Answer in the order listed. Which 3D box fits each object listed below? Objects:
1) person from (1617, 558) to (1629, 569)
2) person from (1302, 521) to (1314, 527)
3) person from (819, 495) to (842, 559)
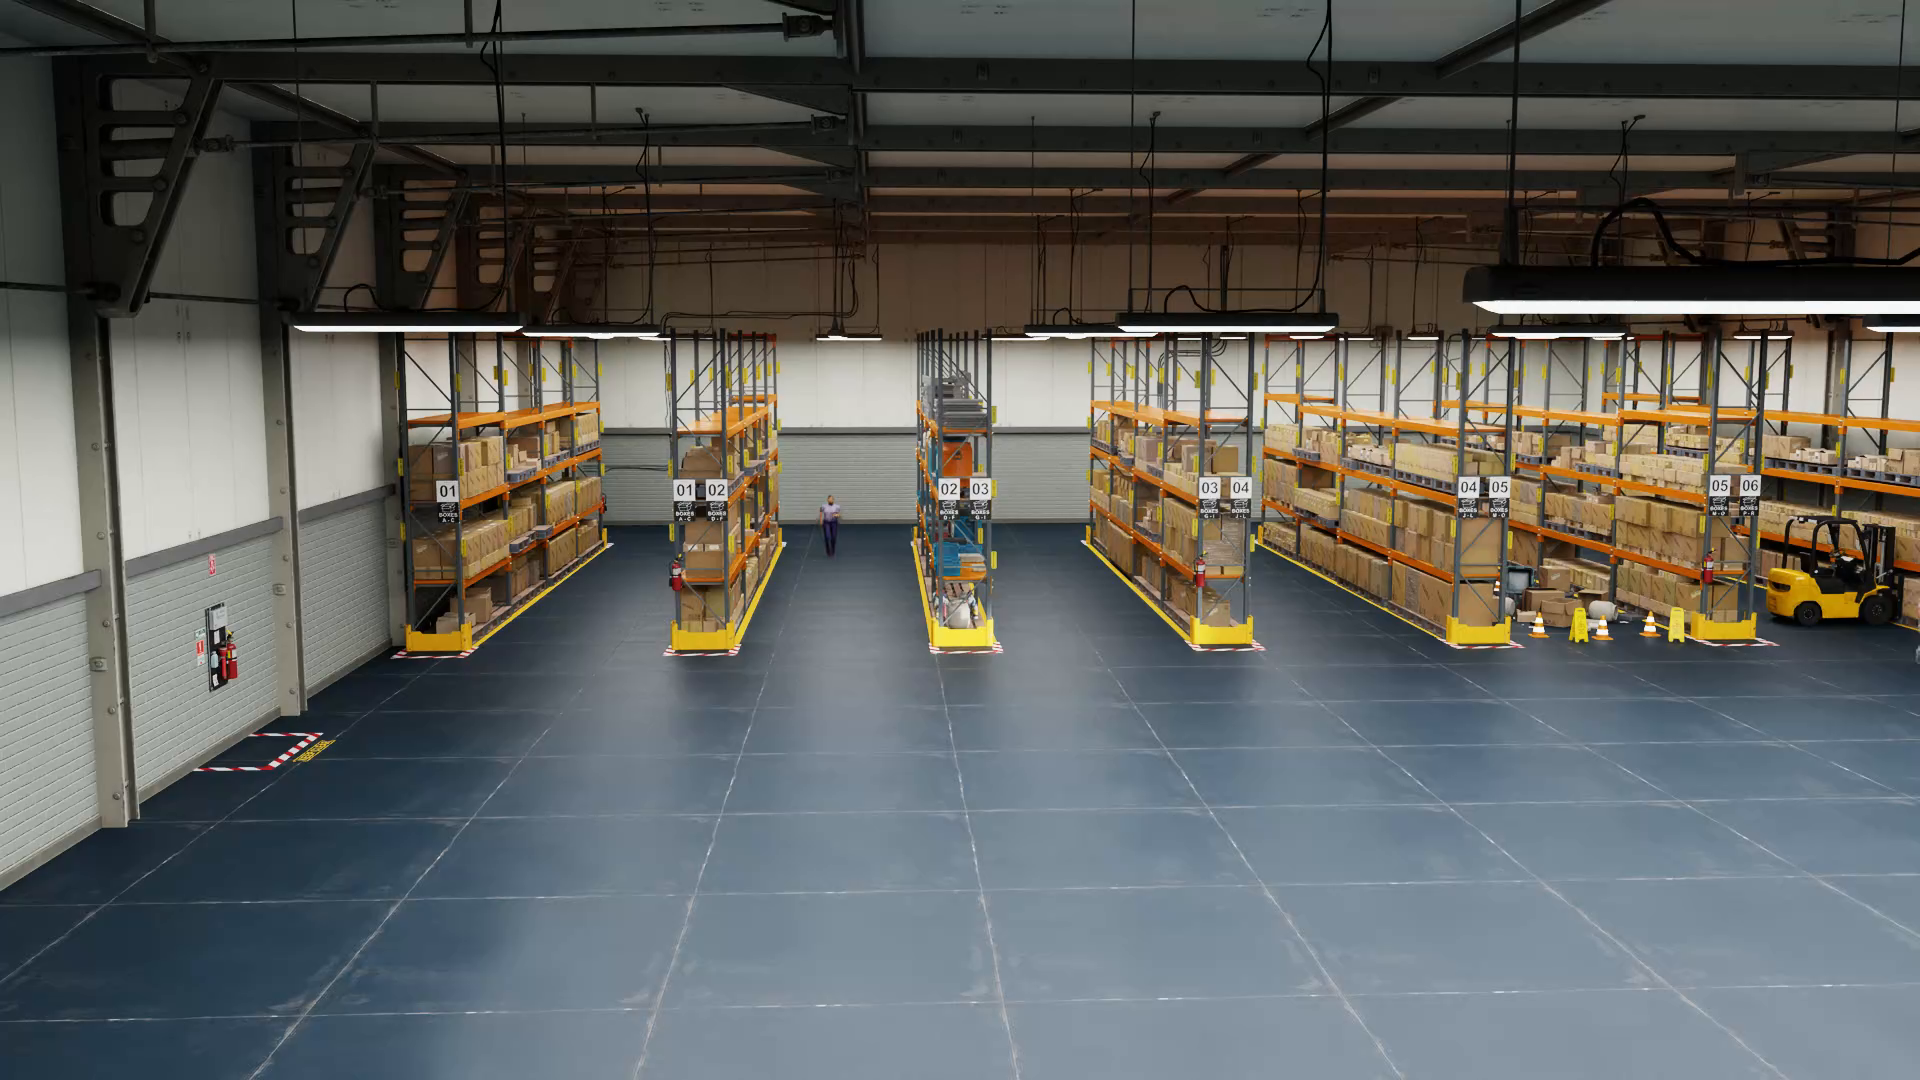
[{"bbox_3d":[16.028,0.091,40.250,0.671,1.783,0.884,0,7,0],"label":"person"},{"bbox_3d":[10.059,-0.876,48.844,0.940,1.659,0.604,-1,7,-11],"label":"person"},{"bbox_3d":[-3.470,-0.372,44.721,0.582,1.691,0.862,-1,7,-10],"label":"person"}]
